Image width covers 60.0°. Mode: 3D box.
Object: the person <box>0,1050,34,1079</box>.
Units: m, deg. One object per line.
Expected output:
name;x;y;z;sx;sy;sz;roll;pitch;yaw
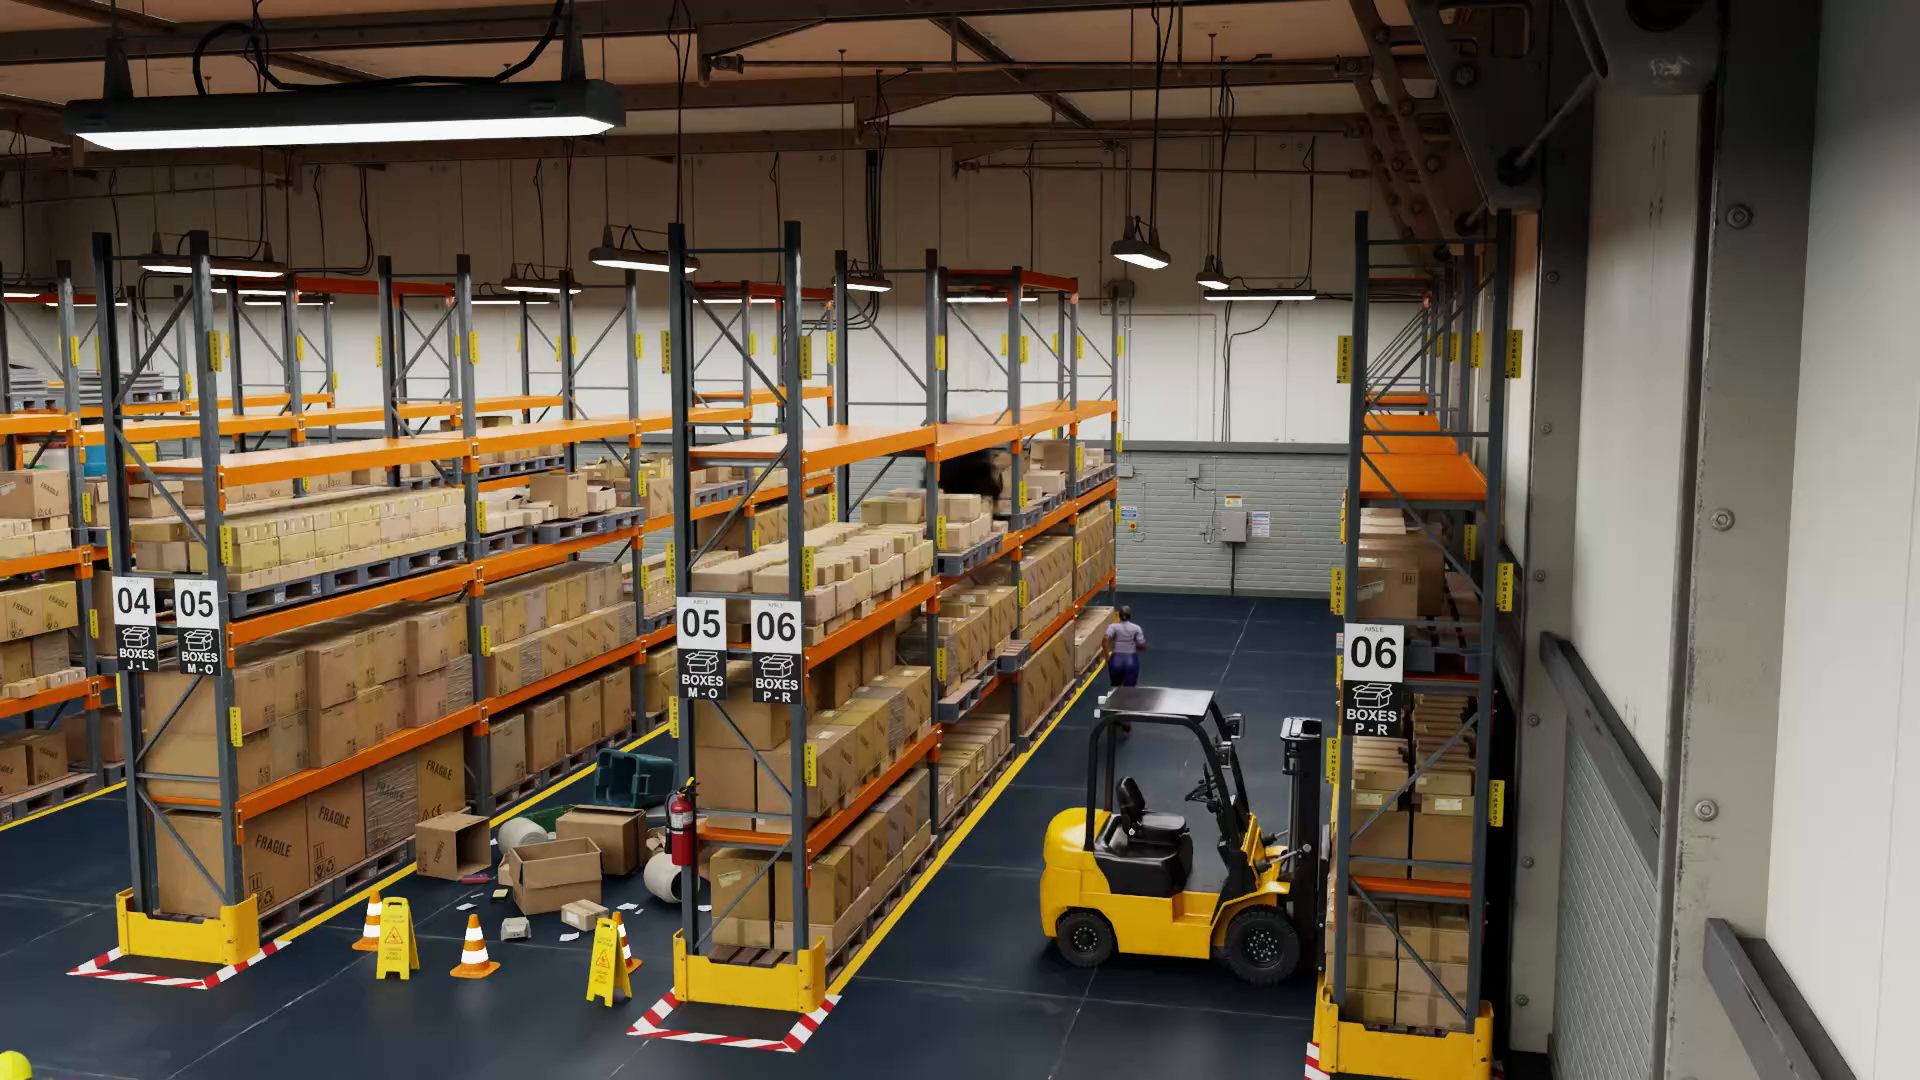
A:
person;-4.556;3.304;8.144;0.734;1.724;0.787;-3;8;-24

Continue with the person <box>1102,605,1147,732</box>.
person;2.152;1.710;21.766;0.556;1.661;0.858;2;7;13
